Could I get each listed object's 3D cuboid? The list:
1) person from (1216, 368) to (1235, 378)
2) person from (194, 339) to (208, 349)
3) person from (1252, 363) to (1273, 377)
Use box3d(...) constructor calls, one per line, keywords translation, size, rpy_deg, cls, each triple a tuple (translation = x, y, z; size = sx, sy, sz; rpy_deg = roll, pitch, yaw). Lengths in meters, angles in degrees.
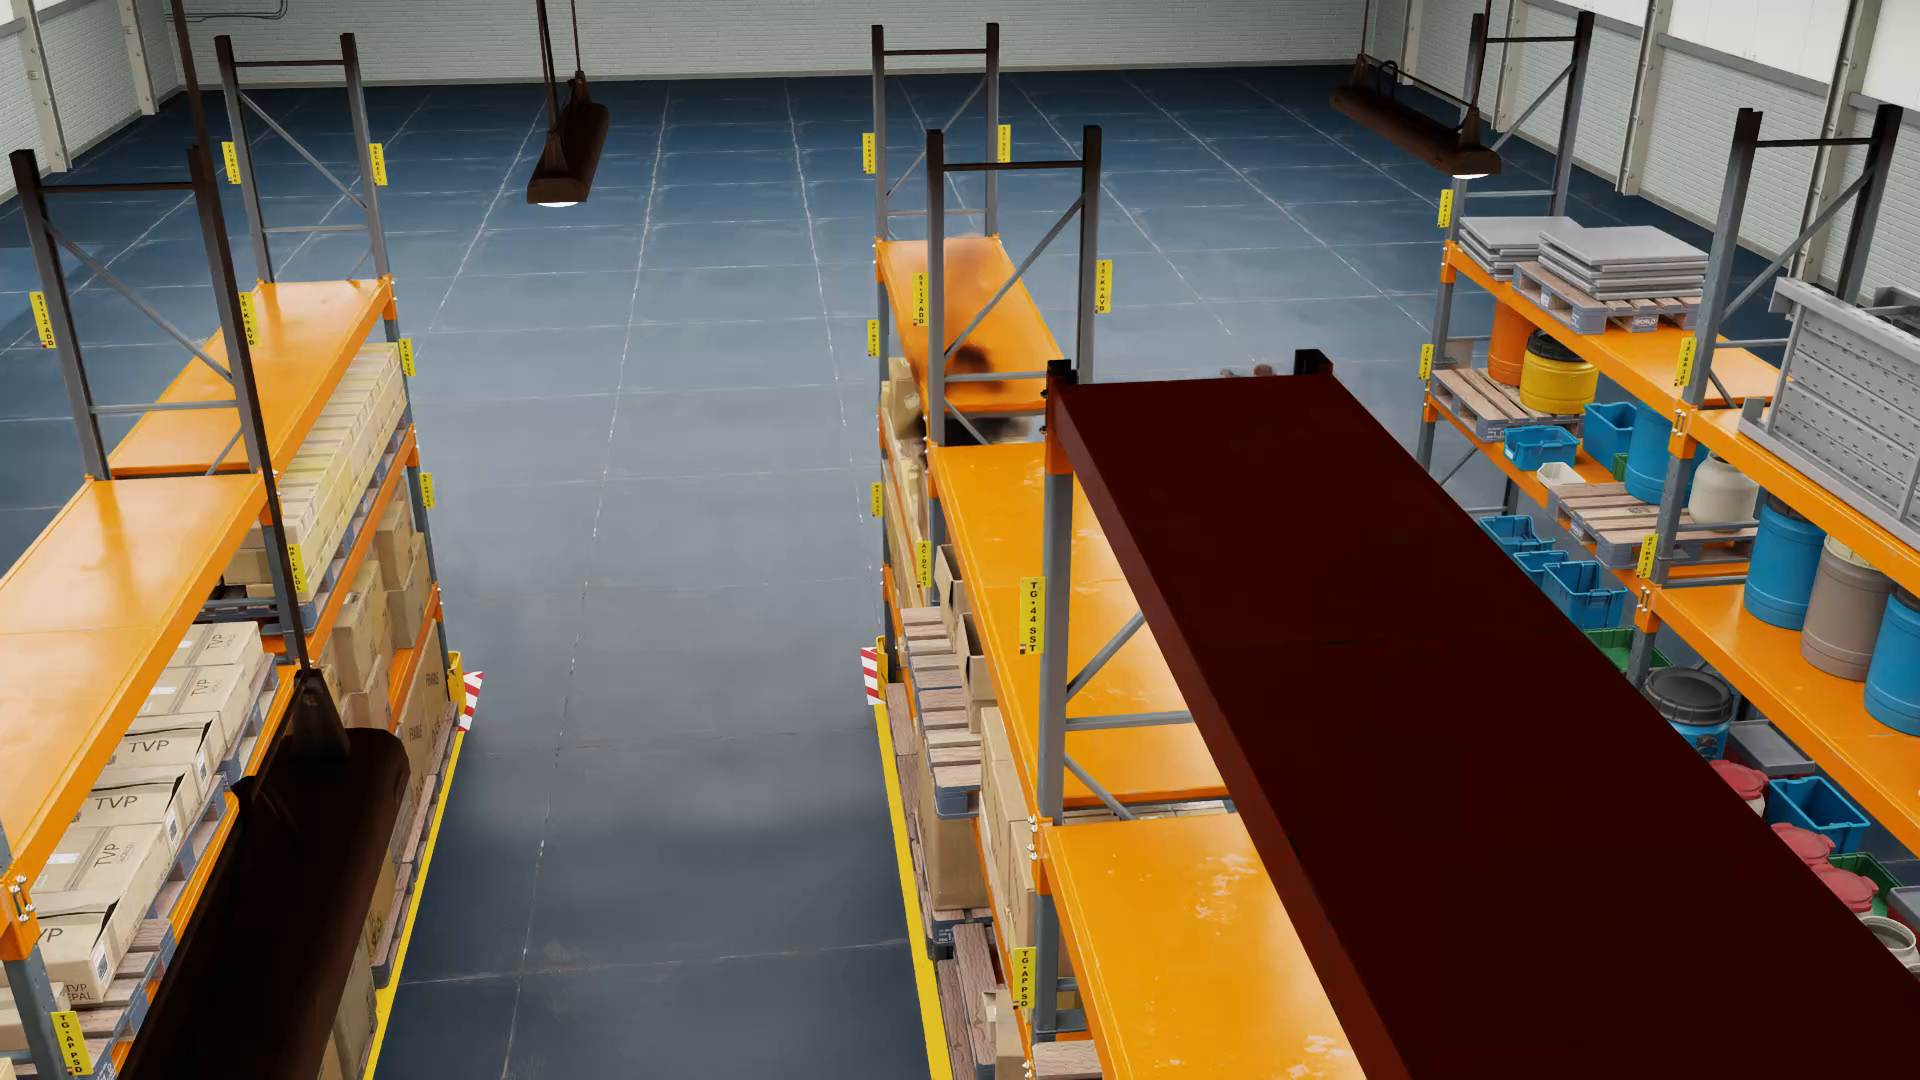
box3d(translation=(2.987, -1.161, 19.013), size=(0.830, 1.688, 0.589), rpy_deg=(8, 27, 17), cls="person")
box3d(translation=(-8.991, -1.629, 20.003), size=(0.570, 1.638, 0.661), rpy_deg=(20, 32, 36), cls="person")
box3d(translation=(3.545, -1.326, 19.533), size=(0.788, 1.566, 0.535), rpy_deg=(7, 26, 15), cls="person")
